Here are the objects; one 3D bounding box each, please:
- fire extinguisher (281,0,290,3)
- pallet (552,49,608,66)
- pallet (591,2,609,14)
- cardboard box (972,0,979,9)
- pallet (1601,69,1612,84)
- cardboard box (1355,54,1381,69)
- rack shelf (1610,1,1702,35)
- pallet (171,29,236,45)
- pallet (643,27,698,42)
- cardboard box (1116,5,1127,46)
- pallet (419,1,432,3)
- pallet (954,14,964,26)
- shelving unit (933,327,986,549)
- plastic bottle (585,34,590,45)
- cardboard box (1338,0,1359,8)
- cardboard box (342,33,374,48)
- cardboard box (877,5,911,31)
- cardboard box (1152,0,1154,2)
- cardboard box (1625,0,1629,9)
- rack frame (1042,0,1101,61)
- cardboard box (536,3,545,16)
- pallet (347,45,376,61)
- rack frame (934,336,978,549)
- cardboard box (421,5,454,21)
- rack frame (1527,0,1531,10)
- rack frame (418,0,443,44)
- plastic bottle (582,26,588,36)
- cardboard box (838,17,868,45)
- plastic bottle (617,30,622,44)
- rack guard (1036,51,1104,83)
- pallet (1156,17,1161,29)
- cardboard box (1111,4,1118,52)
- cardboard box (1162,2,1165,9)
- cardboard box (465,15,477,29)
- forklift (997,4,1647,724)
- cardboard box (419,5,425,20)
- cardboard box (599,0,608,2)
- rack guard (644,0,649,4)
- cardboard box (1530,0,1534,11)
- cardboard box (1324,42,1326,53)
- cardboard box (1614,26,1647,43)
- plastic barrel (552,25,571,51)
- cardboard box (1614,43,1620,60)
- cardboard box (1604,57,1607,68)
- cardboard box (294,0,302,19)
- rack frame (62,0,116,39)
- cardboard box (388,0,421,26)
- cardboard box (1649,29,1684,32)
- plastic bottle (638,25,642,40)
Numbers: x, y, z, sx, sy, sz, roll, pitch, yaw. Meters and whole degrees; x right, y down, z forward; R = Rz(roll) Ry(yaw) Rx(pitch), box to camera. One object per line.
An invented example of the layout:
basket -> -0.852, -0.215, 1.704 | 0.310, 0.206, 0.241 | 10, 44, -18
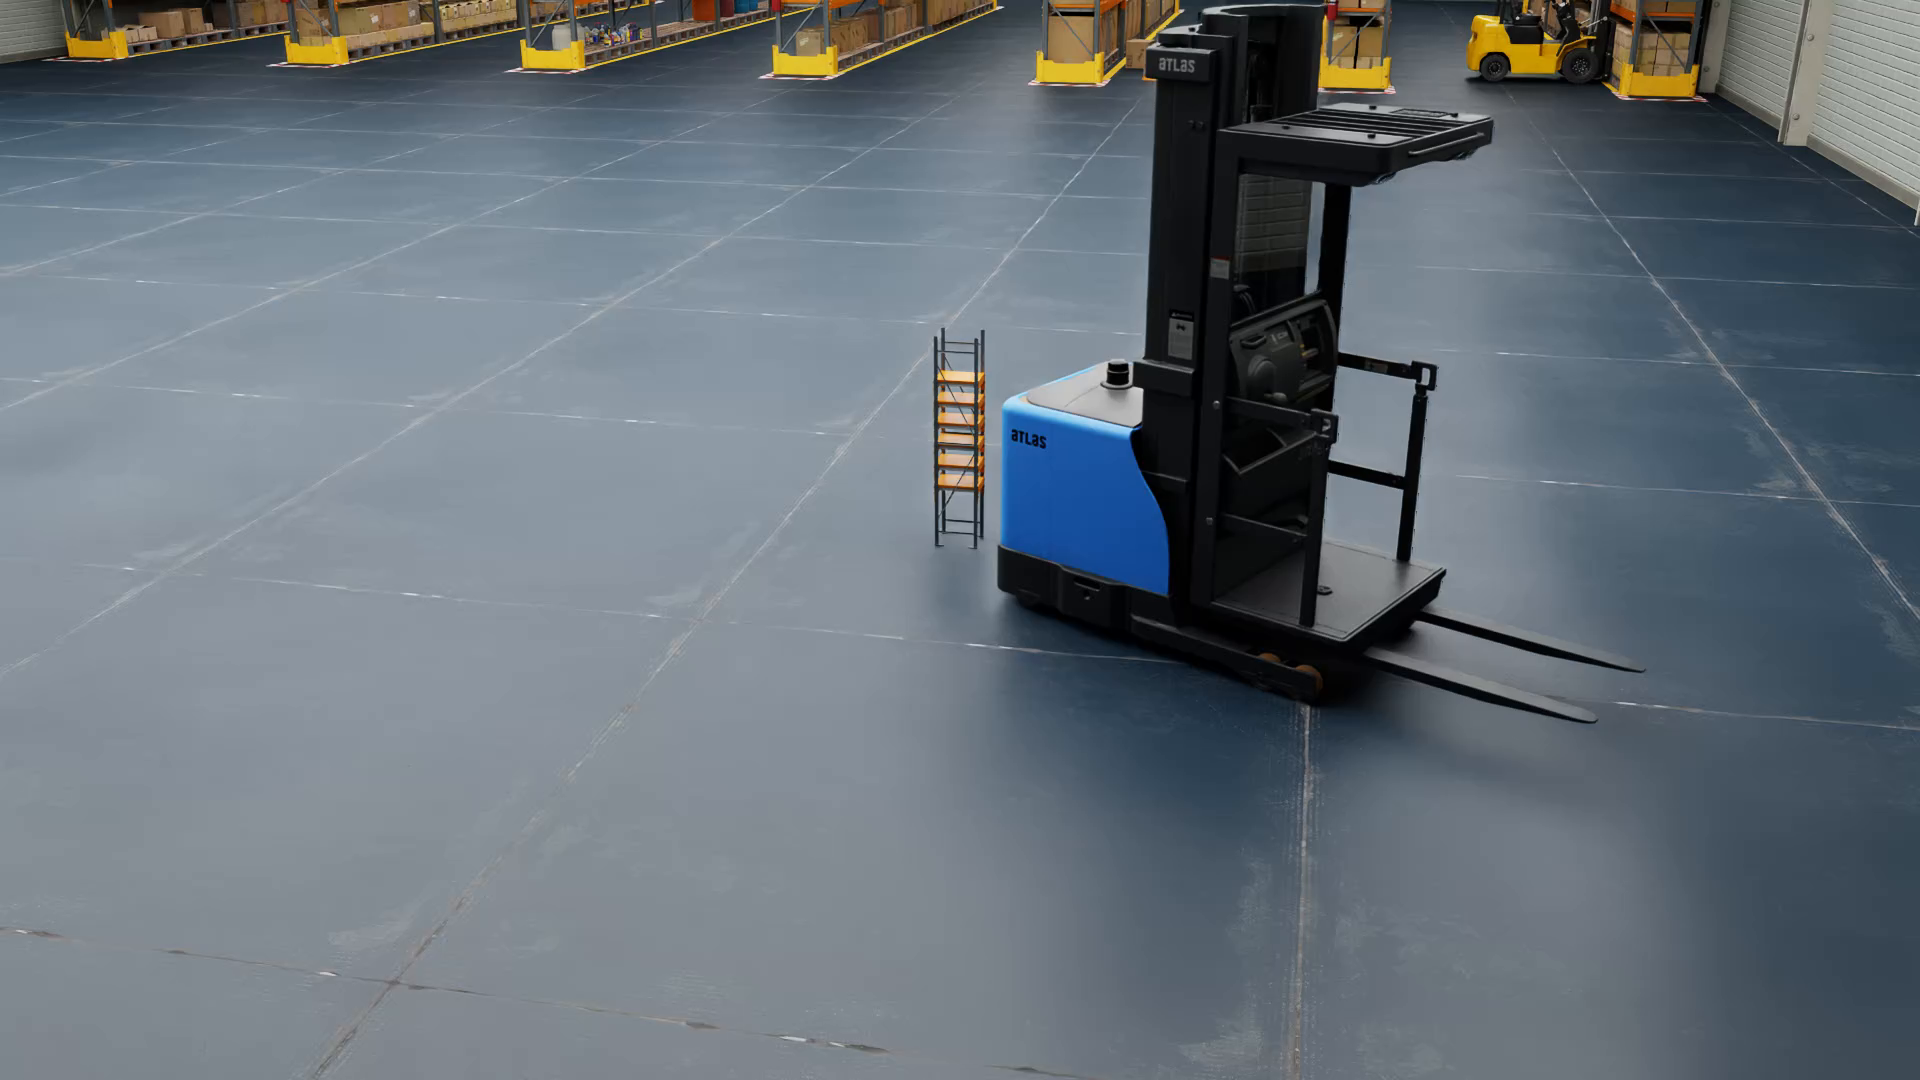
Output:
fire extinguisher -> -13.048, -10.716, 32.049 | 0.296, 0.674, 0.183 | 4, 22, 11
pallet -> -7.581, -9.415, 32.448 | 1.003, 0.211, 1.213 | 4, 22, 11
pallet -> -9.980, -14.106, 44.095 | 1.003, 0.211, 1.213 | 4, 22, 11
cardboard box -> -0.027, -14.165, 42.792 | 0.875, 0.875, 0.875 | 4, 22, 11
pallet -> 12.055, -8.305, 29.691 | 1.003, 0.211, 1.213 | 4, 22, 11
cardboard box -> 7.264, -8.441, 29.415 | 0.500, 0.250, 0.500 | 4, 22, 10
rack shelf -> 12.097, -9.268, 29.314 | 1.077, 0.370, 4.000 | 4, 22, 11
pallet -> -16.706, -11.057, 36.525 | 1.003, 0.211, 1.213 | 4, 22, 11
pallet -> -6.536, -11.287, 37.098 | 1.003, 0.211, 1.213 | 4, 22, 11
cardboard box -> 2.817, -10.436, 33.700 | 1.050, 0.750, 0.750 | 4, 22, 11
pallet -> -14.739, -14.503, 45.082 | 1.003, 0.211, 1.213 | 4, 22, 11
pallet -> -0.507, -12.810, 40.878 | 1.003, 0.211, 1.213 | 4, 22, 11
shelving unit -> -0.003, -0.551, 9.116 | 0.258, 1.200, 0.189 | 4, 22, 11
plastic bottle -> -7.543, -10.130, 33.647 | 0.097, 0.201, 0.097 | 0, 22, 0
cardboard box -> 6.696, -9.284, 28.726 | 0.380, 0.149, 0.250 | 5, 23, 13
cardboard box -> -12.144, -10.041, 33.388 | 0.500, 0.250, 0.500 | 4, 22, 11
cardboard box -> -1.458, -11.523, 36.706 | 0.700, 0.500, 0.500 | 3, 22, 6
cardboard box -> 4.190, -12.496, 38.146 | 0.500, 0.250, 0.500 | 5, 22, 11
cardboard box -> 11.647, -9.306, 28.311 | 0.500, 0.500, 0.500 | 5, 23, 13
rack frame -> 1.963, -9.588, 29.145 | 1.000, 3.000, 0.127 | 4, 22, 11
cardboard box -> -10.463, -13.066, 40.539 | 0.500, 0.500, 0.500 | 4, 22, 9
pallet -> -12.454, -9.749, 33.277 | 1.003, 0.211, 1.213 | 4, 22, 11
rack frame -> -0.022, -0.518, 9.033 | 0.240, 1.200, 0.006 | 4, 22, 11
cardboard box -> -11.425, -11.534, 36.345 | 0.500, 0.311, 0.500 | 5, 22, 11
rack frame -> 14.954, -14.722, 41.893 | 1.000, 3.000, 0.127 | 4, 22, 11
rack frame -> -11.753, -12.222, 35.686 | 1.000, 3.000, 0.127 | 4, 22, 11
plastic bottle -> -7.639, -10.263, 33.777 | 0.144, 0.351, 0.185 | 5, 23, 13
cardboard box -> -2.177, -10.358, 33.840 | 0.500, 0.500, 0.500 | 4, 22, 9
plastic bottle -> -6.914, -10.194, 33.714 | 0.097, 0.271, 0.097 | 0, 22, 0
rack guard -> 1.958, -8.419, 29.590 | 1.175, 0.500, 0.348 | 4, 22, 11
pallet -> 4.254, -12.398, 39.855 | 1.003, 0.211, 1.213 | 4, 22, 11
cardboard box -> 2.582, -10.035, 32.538 | 0.875, 0.875, 0.875 | 5, 22, 12
cardboard box -> 4.799, -13.095, 40.709 | 0.380, 0.149, 0.250 | 5, 23, 13
cardboard box -> -11.220, -11.647, 37.375 | 0.500, 0.250, 0.500 | 4, 22, 9
forklift -> 1.655, -0.849, 7.537 | 3.031, 2.935, 1.130 | 17, 27, 36
cardboard box -> -11.951, -11.572, 36.438 | 0.500, 0.311, 0.500 | 4, 22, 11
cardboard box -> -9.657, -14.492, 44.525 | 0.380, 0.166, 0.250 | 4, 22, 11
rack guard -> -9.320, -15.424, 46.981 | 1.175, 0.500, 0.348 | 4, 22, 11
cardboard box -> 14.736, -13.542, 41.743 | 0.797, 0.503, 0.637 | 4, 22, 9
cardboard box -> 7.261, -9.434, 31.882 | 0.500, 0.250, 0.500 | 3, 22, 8
cardboard box -> 11.669, -8.818, 29.014 | 0.500, 0.250, 0.500 | 5, 22, 12
plastic barrel -> -7.662, -9.668, 32.111 | 0.421, 0.512, 0.421 | 0, 22, 0
cardboard box -> 11.595, -8.406, 28.660 | 0.500, 0.250, 0.500 | 4, 22, 10
cardboard box -> 11.781, -8.541, 29.663 | 0.500, 0.250, 0.500 | 5, 23, 13
cardboard box -> -16.102, -12.659, 39.528 | 0.700, 0.500, 0.500 | 4, 22, 11
rack frame -> -17.420, -11.136, 32.988 | 1.000, 3.000, 0.127 | 4, 22, 11
cardboard box -> -11.747, -11.121, 35.067 | 0.500, 0.500, 0.500 | 4, 22, 11
cardboard box -> 12.071, -8.598, 28.467 | 0.500, 0.250, 0.500 | 4, 22, 11
plastic bottle -> -6.680, -10.586, 34.671 | 0.061, 0.283, 0.133 | 6, 23, 14
